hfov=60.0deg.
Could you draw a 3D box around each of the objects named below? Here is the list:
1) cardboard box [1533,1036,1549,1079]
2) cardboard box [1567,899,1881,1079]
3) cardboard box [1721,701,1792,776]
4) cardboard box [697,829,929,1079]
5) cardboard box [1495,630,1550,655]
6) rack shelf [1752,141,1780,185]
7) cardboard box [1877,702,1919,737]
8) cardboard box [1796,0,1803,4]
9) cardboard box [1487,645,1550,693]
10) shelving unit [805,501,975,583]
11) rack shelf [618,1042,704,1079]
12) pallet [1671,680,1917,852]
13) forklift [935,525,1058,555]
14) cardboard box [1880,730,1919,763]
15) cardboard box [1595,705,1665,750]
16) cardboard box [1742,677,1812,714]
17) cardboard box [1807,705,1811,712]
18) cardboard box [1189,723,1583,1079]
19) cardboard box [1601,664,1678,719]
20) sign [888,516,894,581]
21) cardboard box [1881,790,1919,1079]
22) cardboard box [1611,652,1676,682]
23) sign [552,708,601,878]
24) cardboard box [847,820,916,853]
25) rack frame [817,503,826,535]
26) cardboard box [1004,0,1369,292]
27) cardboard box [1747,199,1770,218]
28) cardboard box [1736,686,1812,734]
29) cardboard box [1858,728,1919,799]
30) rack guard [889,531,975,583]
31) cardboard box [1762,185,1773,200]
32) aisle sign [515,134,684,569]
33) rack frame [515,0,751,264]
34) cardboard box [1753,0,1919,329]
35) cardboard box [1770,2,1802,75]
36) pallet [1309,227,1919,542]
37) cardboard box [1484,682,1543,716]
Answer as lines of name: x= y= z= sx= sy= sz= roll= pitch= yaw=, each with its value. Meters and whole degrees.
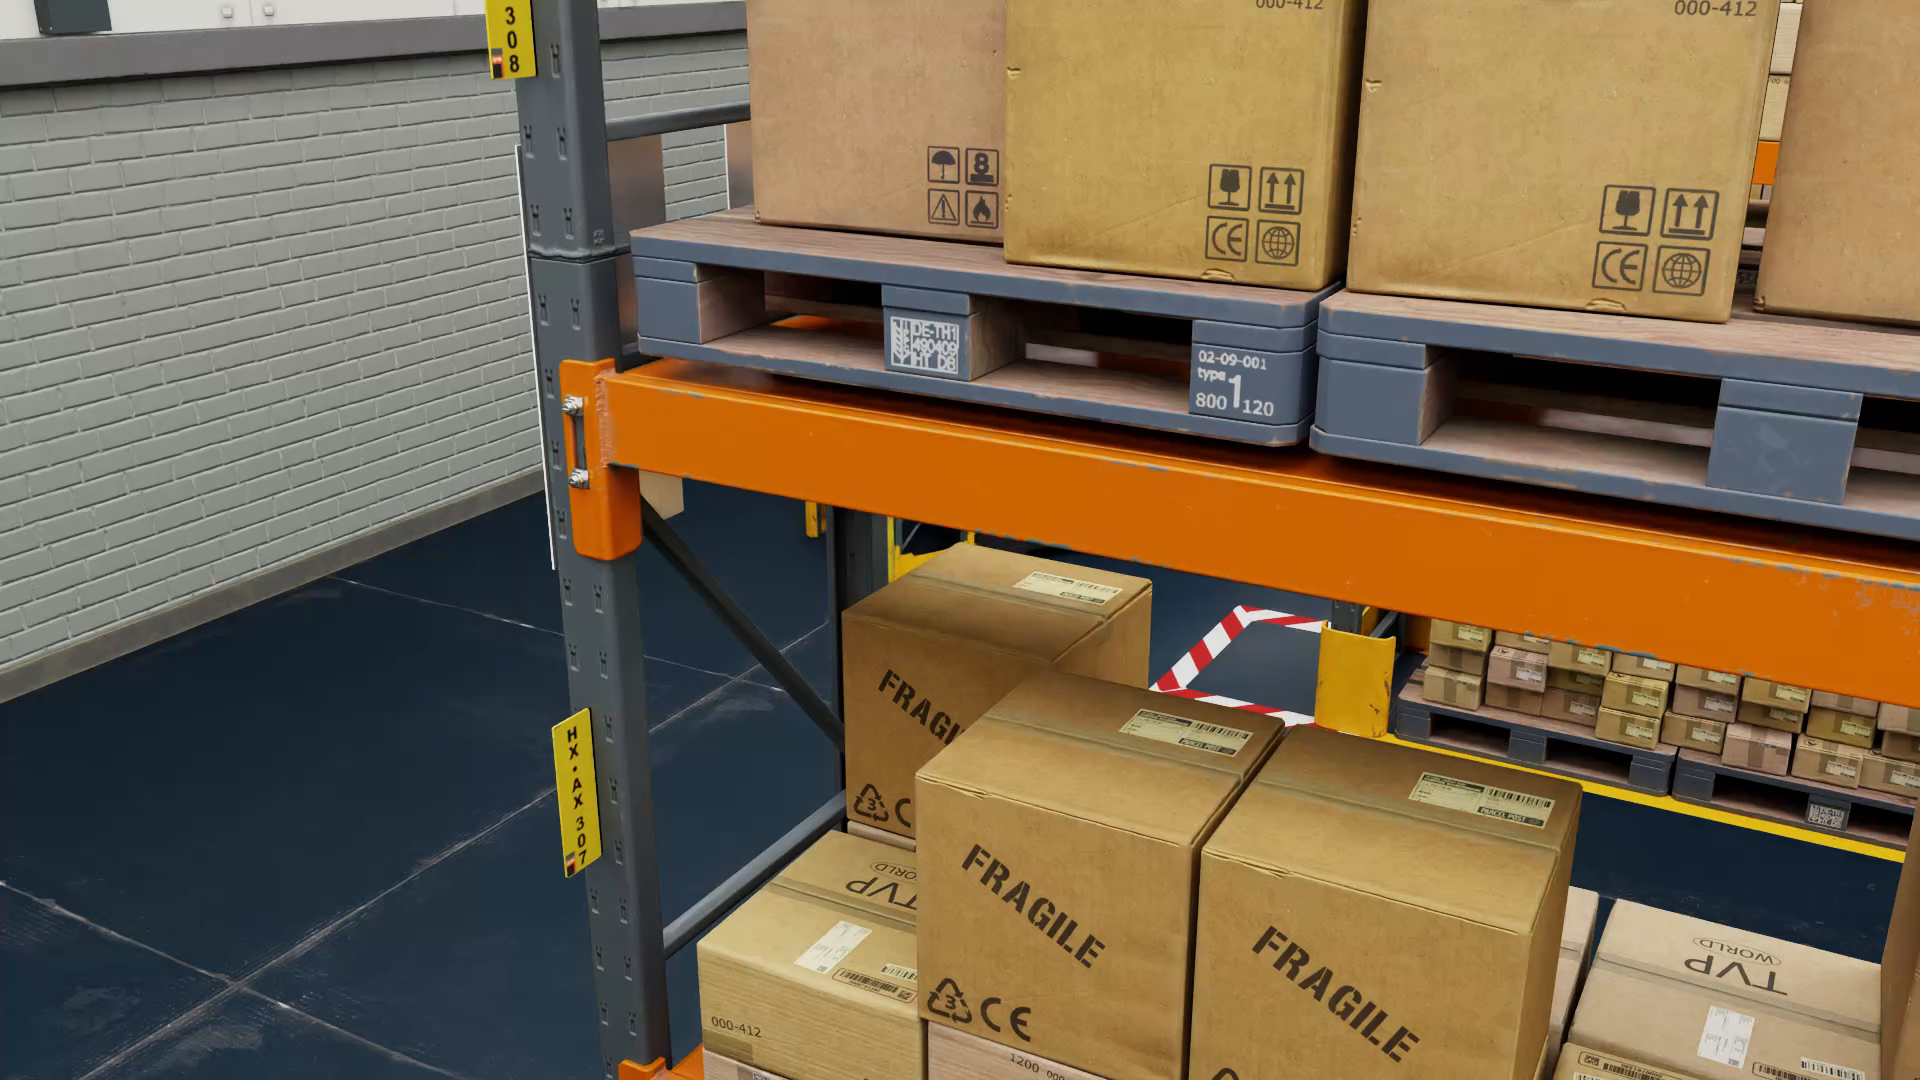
cardboard box: x=0.715 y=1.032 z=2.906 sx=0.500 sy=0.250 sz=0.500 roll=10 pitch=22 yaw=26
cardboard box: x=1.430 y=0.959 z=3.108 sx=0.500 sy=0.250 sz=0.500 roll=11 pitch=23 yaw=27
cardboard box: x=3.445 y=0.852 z=7.182 sx=0.250 sy=0.149 sz=0.380 roll=10 pitch=22 yaw=25
cardboard box: x=-0.179 y=0.863 z=3.372 sx=0.500 sy=0.250 sz=0.500 roll=10 pitch=22 yaw=26
cardboard box: x=2.632 y=0.373 z=7.629 sx=0.250 sy=0.149 sz=0.380 roll=11 pitch=23 yaw=28
rack shelf: x=3.787 y=-1.427 z=6.557 sx=4.000 sy=0.370 sz=1.077 roll=11 pitch=23 yaw=27
cardboard box: x=3.921 y=0.664 z=6.829 sx=0.250 sy=0.149 sz=0.380 roll=10 pitch=22 yaw=25
cardboard box: x=3.300 y=-2.090 z=6.230 sx=0.250 sy=0.149 sz=0.380 roll=12 pitch=23 yaw=29
cardboard box: x=2.585 y=0.541 z=7.604 sx=0.250 sy=0.149 sz=0.380 roll=11 pitch=23 yaw=27
shelving unit: x=-0.438 y=-0.638 z=9.925 sx=0.587 sy=1.500 sz=1.083 roll=-12 pitch=23 yaw=-30
rack shelf: x=1.280 y=1.443 z=3.044 sx=4.000 sy=0.370 sz=1.077 roll=11 pitch=23 yaw=27
pallet: x=3.860 y=0.984 z=7.342 sx=1.213 sy=0.211 sz=1.003 roll=11 pitch=23 yaw=27
forklift: x=1.273 y=-1.574 z=10.407 sx=3.031 sy=2.935 sz=1.130 roll=-9 pitch=22 yaw=-23
cardboard box: x=3.991 y=0.784 z=6.934 sx=0.250 sy=0.149 sz=0.380 roll=10 pitch=22 yaw=25
cardboard box: x=3.000 y=0.771 z=7.406 sx=0.250 sy=0.149 sz=0.380 roll=11 pitch=23 yaw=28
cardboard box: x=3.491 y=0.576 z=7.070 sx=0.250 sy=0.149 sz=0.380 roll=11 pitch=23 yaw=28
cardboard box: x=3.953 y=0.739 z=7.493 sx=0.250 sy=0.149 sz=0.380 roll=12 pitch=23 yaw=29
cardboard box: x=0.713 y=0.678 z=2.782 sx=0.500 sy=0.500 sz=0.500 roll=10 pitch=22 yaw=26
cardboard box: x=3.012 y=0.630 z=7.358 sx=0.250 sy=0.149 sz=0.380 roll=12 pitch=23 yaw=29
sign: x=-0.190 y=-0.043 z=4.040 sx=0.005 sy=0.325 sz=0.100 roll=11 pitch=23 yaw=27
cardboard box: x=1.850 y=0.690 z=2.748 sx=0.500 sy=0.500 sz=0.500 roll=10 pitch=22 yaw=26
cardboard box: x=3.046 y=0.470 z=7.363 sx=0.250 sy=0.149 sz=0.380 roll=10 pitch=22 yaw=25
sign: x=-0.742 y=0.492 z=3.225 sx=0.005 sy=0.325 sz=0.100 roll=11 pitch=23 yaw=27
cardboard box: x=0.086 y=0.704 z=3.809 sx=0.500 sy=0.250 sz=0.500 roll=10 pitch=22 yaw=26
rack frame: x=-0.703 y=-0.783 z=10.323 sx=0.500 sy=1.500 sz=0.032 roll=-12 pitch=23 yaw=-30
cardboard box: x=0.446 y=-0.730 z=2.670 sx=0.500 sy=0.500 sz=0.700 roll=10 pitch=22 yaw=25
cardboard box: x=3.462 y=-1.175 z=7.156 sx=0.500 sy=0.500 sz=0.500 roll=12 pitch=23 yaw=30
cardboard box: x=3.547 y=0.679 z=7.224 sx=0.250 sy=0.149 sz=0.380 roll=12 pitch=23 yaw=30
cardboard box: x=3.926 y=0.921 z=6.993 sx=0.250 sy=0.149 sz=0.380 roll=11 pitch=23 yaw=28
rack guard: x=-0.175 y=0.093 z=9.741 sx=0.587 sy=0.250 sz=0.087 roll=-12 pitch=23 yaw=-30
cardboard box: x=5.555 y=-2.364 z=10.870 sx=0.500 sy=0.500 sz=0.500 roll=11 pitch=22 yaw=27
aisle sign: x=-0.675 y=-0.373 z=3.182 sx=0.004 sy=0.787 sz=0.394 roll=11 pitch=23 yaw=27
rack frame: x=-0.466 y=-2.048 z=2.816 sx=0.127 sy=3.000 sz=1.000 roll=11 pitch=23 yaw=27
cardboard box: x=1.459 y=-0.597 z=2.304 sx=0.500 sy=0.500 sz=0.700 roll=12 pitch=23 yaw=30
cardboard box: x=3.189 y=-1.938 z=6.397 sx=0.500 sy=0.250 sz=0.500 roll=11 pitch=23 yaw=28
pallet: x=1.256 y=-0.274 z=2.452 sx=1.213 sy=0.211 sz=1.003 roll=11 pitch=23 yaw=27
cardboard box: x=2.611 y=0.656 z=7.722 sx=0.250 sy=0.149 sz=0.380 roll=11 pitch=23 yaw=27
